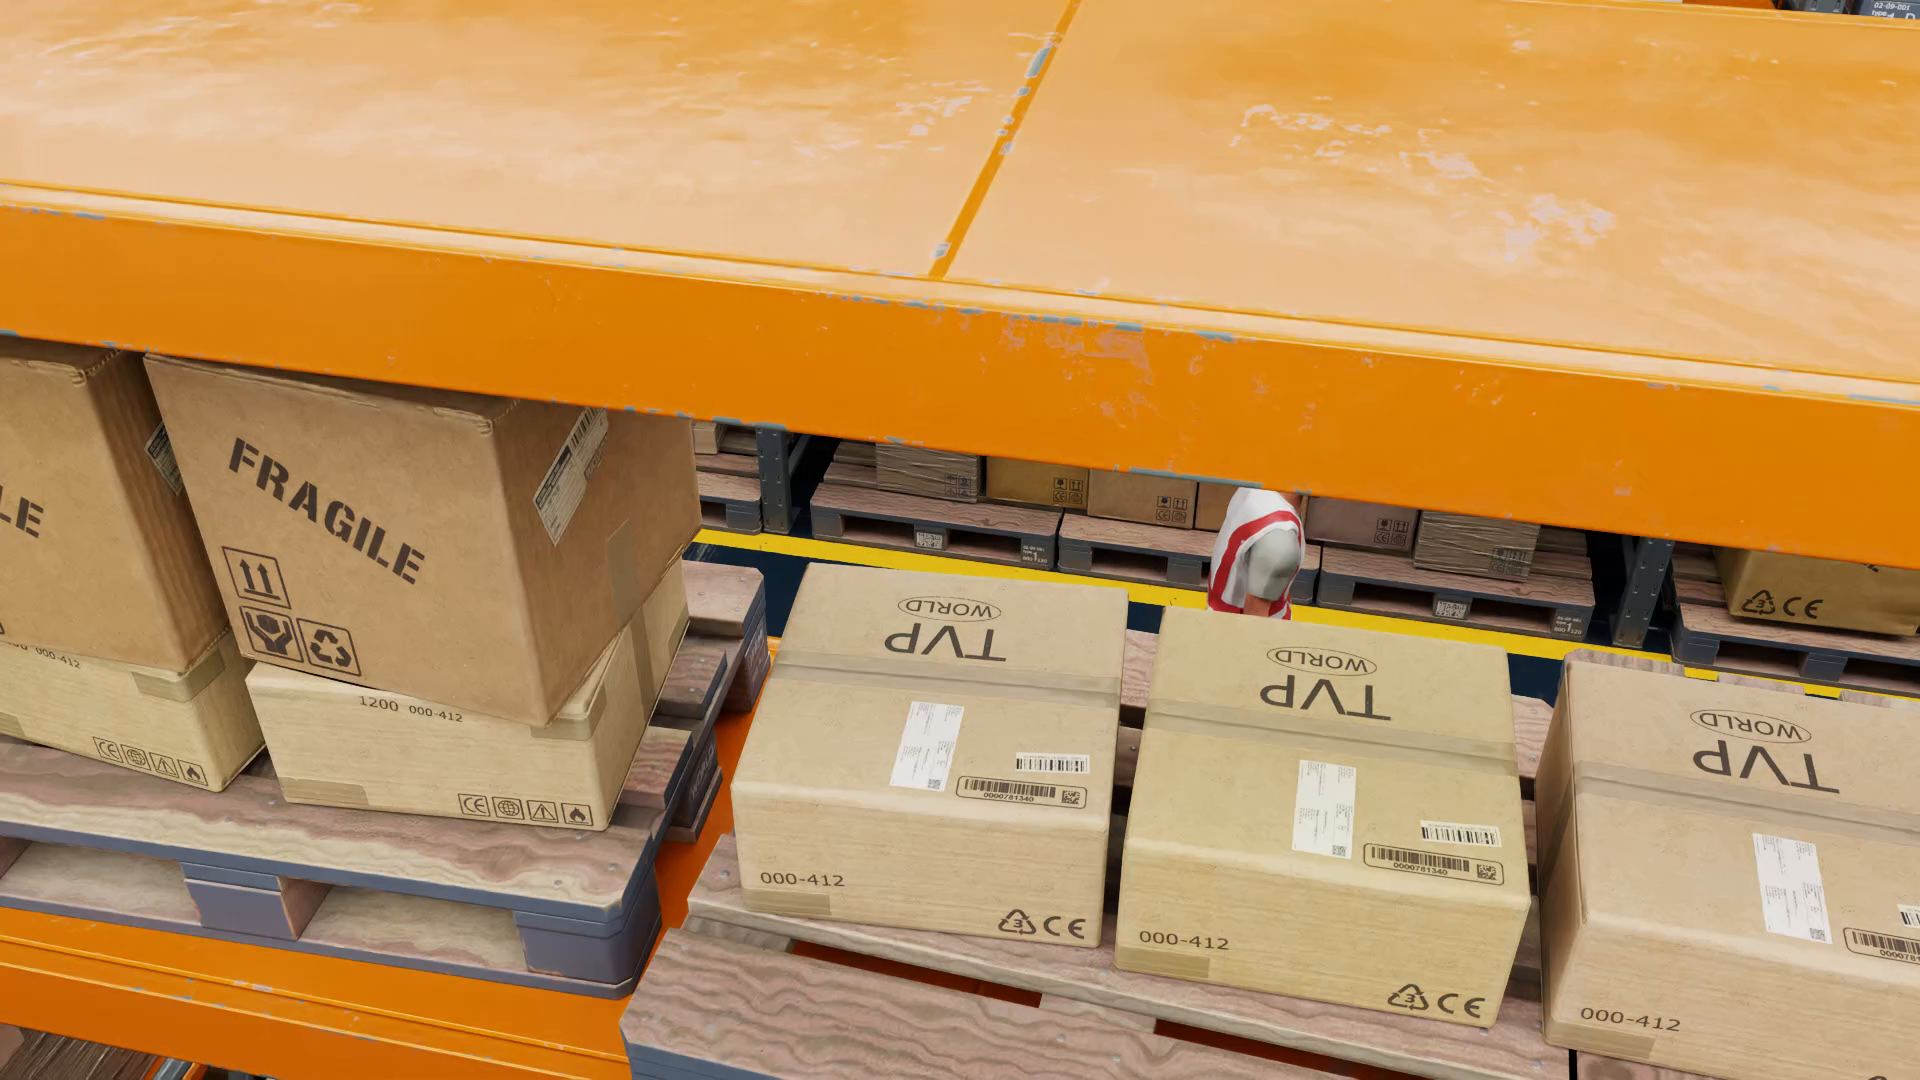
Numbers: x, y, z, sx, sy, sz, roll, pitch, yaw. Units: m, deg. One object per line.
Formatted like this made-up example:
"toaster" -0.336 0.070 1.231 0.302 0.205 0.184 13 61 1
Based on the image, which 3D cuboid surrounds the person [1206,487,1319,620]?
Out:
"person" 1.133 0.331 6.185 0.453 1.778 0.614 5 37 7
